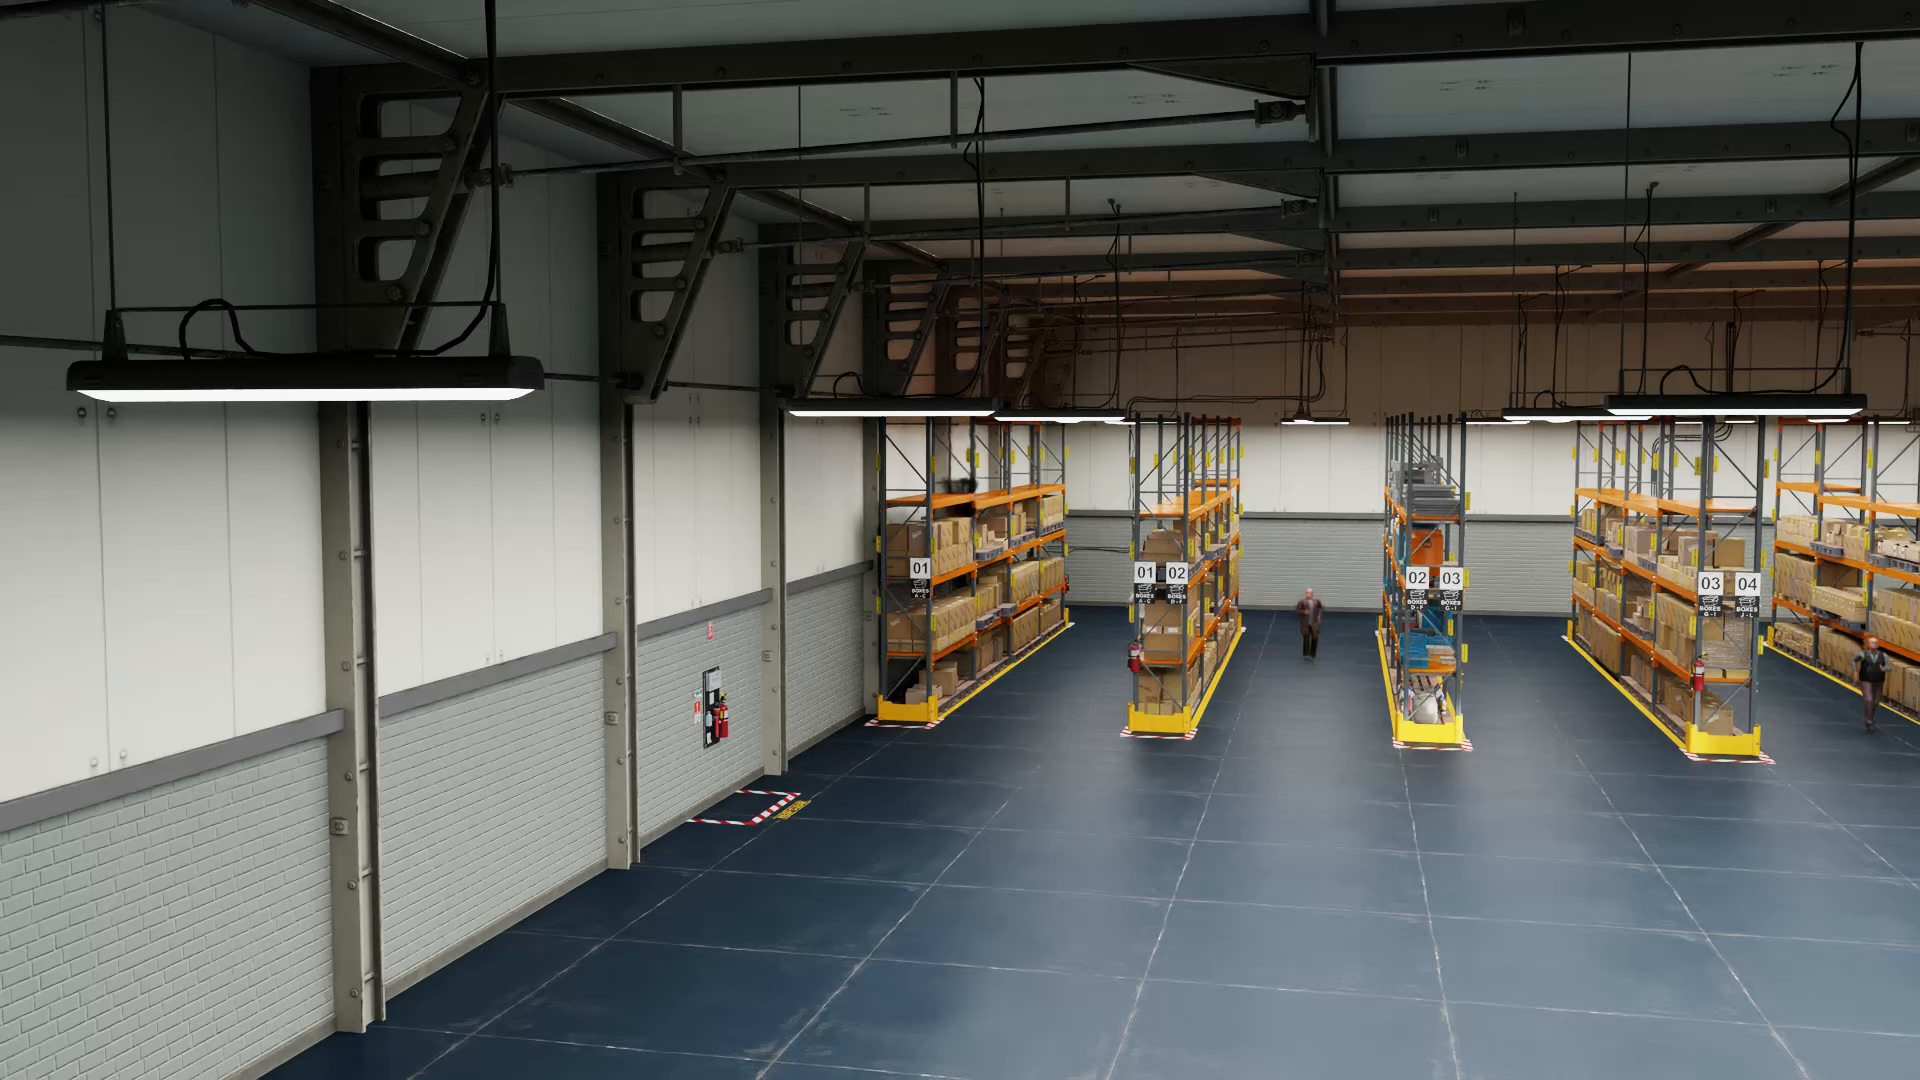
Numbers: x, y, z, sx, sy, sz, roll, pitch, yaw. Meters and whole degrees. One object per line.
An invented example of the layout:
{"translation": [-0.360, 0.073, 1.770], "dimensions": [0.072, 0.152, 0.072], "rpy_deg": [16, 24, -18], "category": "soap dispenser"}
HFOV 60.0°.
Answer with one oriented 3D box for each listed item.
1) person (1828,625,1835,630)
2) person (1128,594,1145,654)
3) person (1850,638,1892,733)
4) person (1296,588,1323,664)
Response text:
{"translation": [23.583, 1.825, 44.573], "dimensions": [0.926, 1.822, 0.646], "rpy_deg": [1, 4, 19], "category": "person"}
{"translation": [4.631, 1.987, 42.399], "dimensions": [0.726, 1.752, 0.975], "rpy_deg": [1, 4, 17], "category": "person"}
{"translation": [17.237, 2.709, 31.429], "dimensions": [0.644, 1.734, 0.904], "rpy_deg": [1, 4, 12], "category": "person"}
{"translation": [8.539, 2.096, 40.567], "dimensions": [0.685, 1.826, 0.776], "rpy_deg": [0, 4, 4], "category": "person"}
